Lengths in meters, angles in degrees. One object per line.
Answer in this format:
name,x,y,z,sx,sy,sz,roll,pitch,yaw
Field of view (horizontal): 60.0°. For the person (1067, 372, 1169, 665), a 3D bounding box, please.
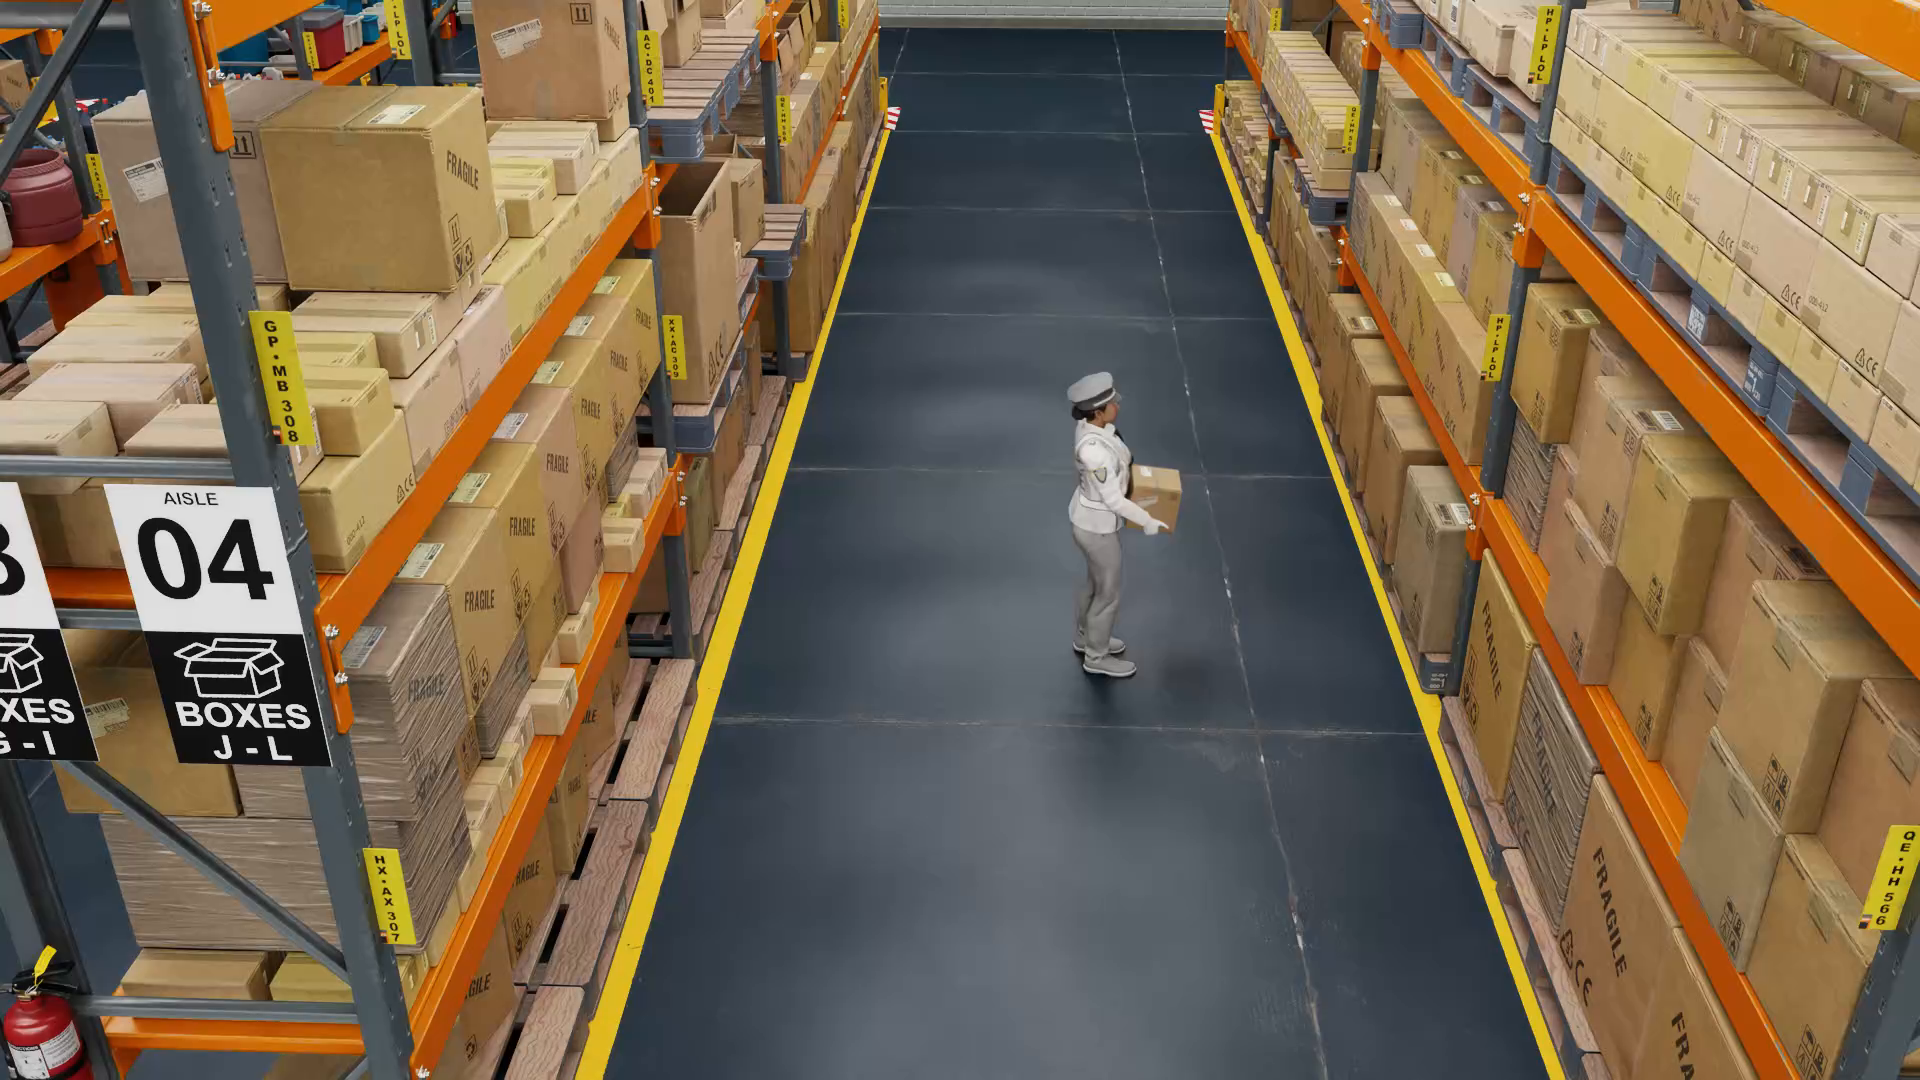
person,0.813,-0.108,8.729,0.543,1.622,0.361,1,28,2
